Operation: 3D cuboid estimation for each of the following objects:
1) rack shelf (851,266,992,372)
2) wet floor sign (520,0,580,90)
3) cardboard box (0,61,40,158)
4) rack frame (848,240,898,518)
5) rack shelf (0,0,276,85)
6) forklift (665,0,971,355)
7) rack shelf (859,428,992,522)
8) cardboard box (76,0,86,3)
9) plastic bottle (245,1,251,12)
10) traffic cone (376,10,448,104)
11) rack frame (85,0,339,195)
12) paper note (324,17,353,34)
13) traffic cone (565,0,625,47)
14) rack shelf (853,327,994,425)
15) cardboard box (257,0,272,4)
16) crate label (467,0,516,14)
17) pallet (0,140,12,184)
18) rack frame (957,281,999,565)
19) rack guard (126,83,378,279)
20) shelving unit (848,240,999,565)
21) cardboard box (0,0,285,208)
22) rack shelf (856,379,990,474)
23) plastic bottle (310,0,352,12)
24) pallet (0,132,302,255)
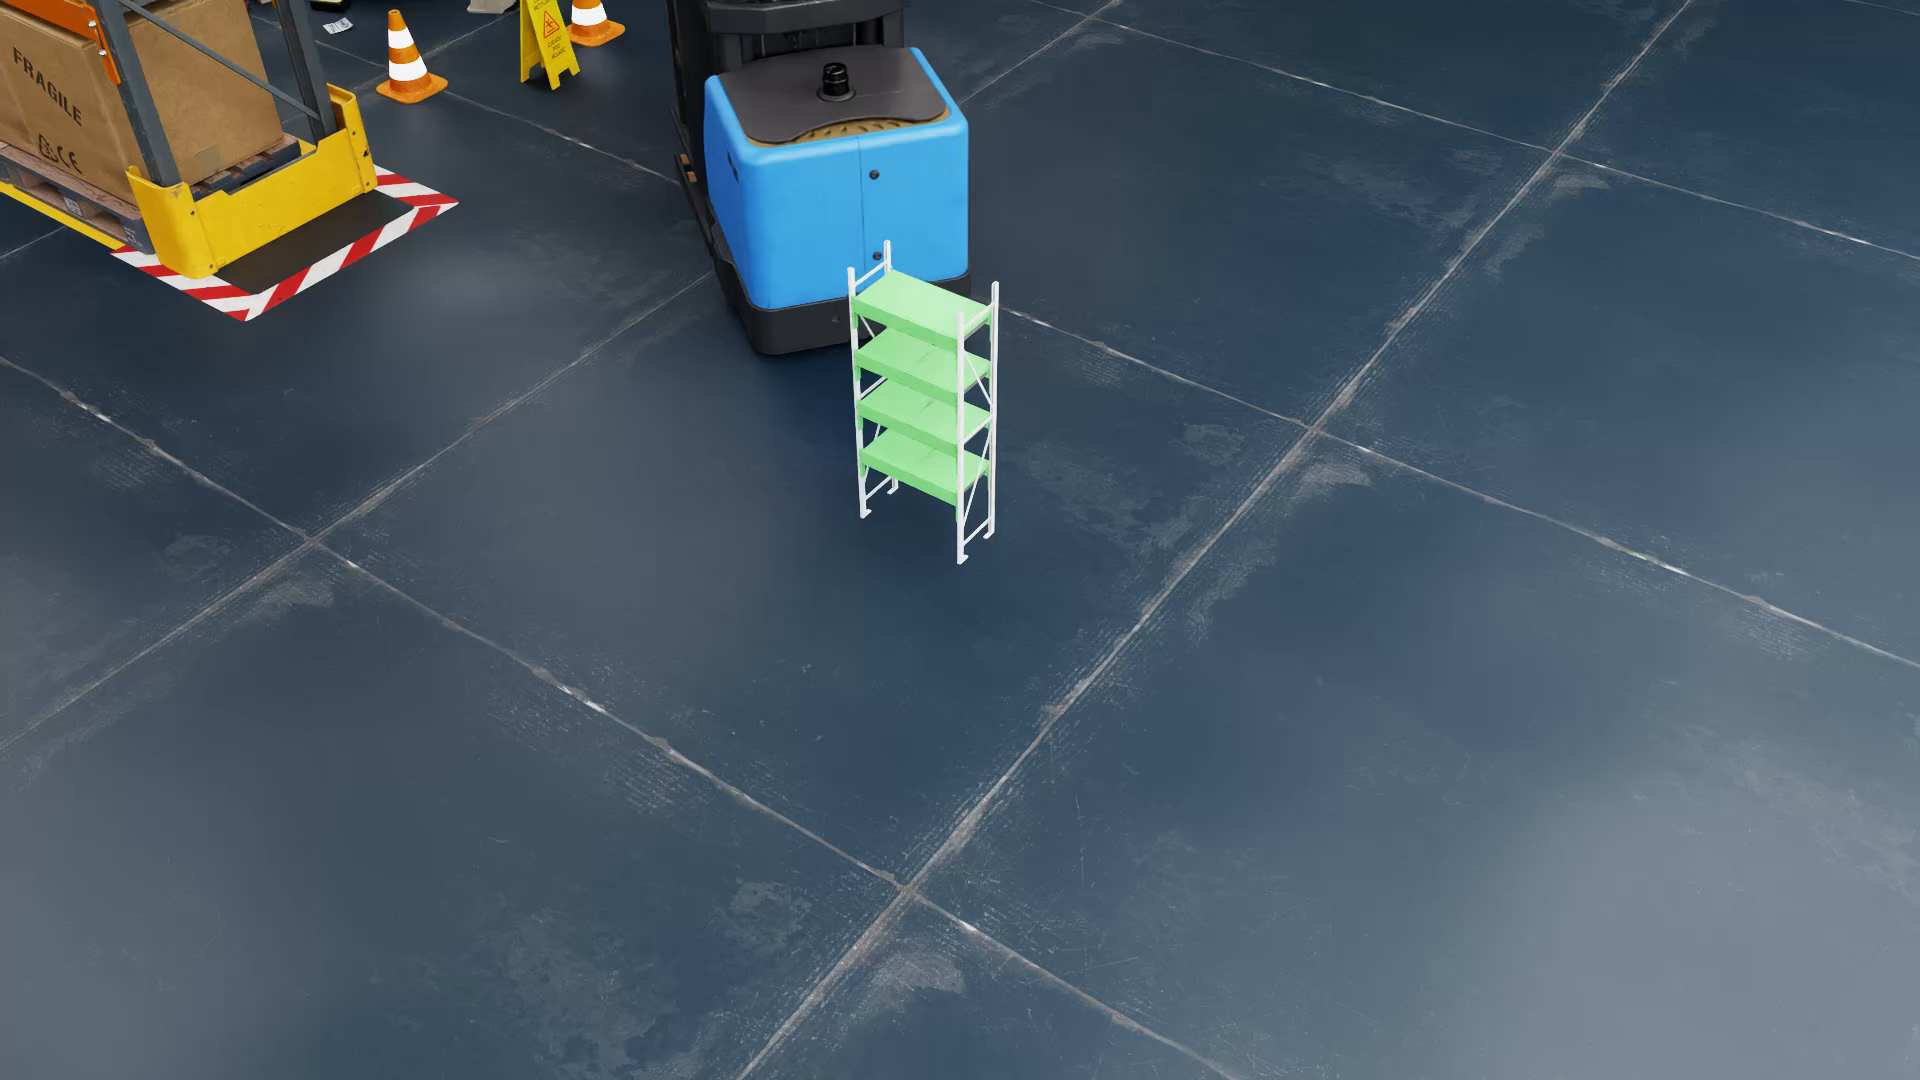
[{"bbox_3d":[-0.136,-0.821,6.143,0.480,0.148,0.258,25,48,25],"label":"rack shelf"},{"bbox_3d":[-2.413,-2.970,9.585,0.232,0.644,0.267,17,45,18],"label":"wet floor sign"},{"bbox_3d":[-4.888,-2.702,8.798,0.875,0.875,0.875,24,47,25],"label":"cardboard box"},{"bbox_3d":[-0.335,-0.604,6.525,0.015,1.200,0.240,25,48,25],"label":"rack frame"},{"bbox_3d":[-5.211,-3.275,8.700,4.000,0.370,1.077,25,48,25],"label":"rack shelf"},{"bbox_3d":[-0.881,-2.933,7.829,1.130,2.935,3.031,-12,43,-13],"label":"forklift"},{"bbox_3d":[-0.136,-0.284,6.623,0.480,0.148,0.258,25,48,25],"label":"rack shelf"},{"bbox_3d":[-3.904,-2.951,7.686,0.550,0.550,0.875,25,48,25],"label":"cardboard box"},{"bbox_3d":[-4.557,-3.302,10.394,0.133,0.061,0.283,10,43,11],"label":"plastic bottle"},{"bbox_3d":[-3.193,-2.811,9.544,0.334,0.463,0.336,25,48,25],"label":"traffic cone"},{"bbox_3d":[-3.574,-2.778,7.605,0.127,3.000,1.000,25,48,25],"label":"rack frame"},{"bbox_3d":[-3.849,-3.182,10.284,0.144,0.017,0.142,-25,48,-25],"label":"paper note"},{"bbox_3d":[-2.266,-3.298,10.088,0.334,0.463,0.336,25,48,25],"label":"traffic cone"},{"bbox_3d":[-0.136,-0.642,6.303,0.480,0.148,0.258,25,48,25],"label":"rack shelf"},{"bbox_3d":[-4.384,-3.638,10.616,0.396,0.266,0.258,-34,52,-32],"label":"cardboard box"},{"bbox_3d":[-2.945,-3.443,10.495,0.298,0.136,0.250,3,42,4],"label":"crate label"},{"bbox_3d":[-5.268,-2.469,9.351,1.213,0.211,1.003,25,48,25],"label":"pallet"},{"bbox_3d":[0.064,-0.417,6.316,0.015,1.200,0.240,25,48,25],"label":"rack frame"},{"bbox_3d":[-3.554,-1.837,8.428,0.348,0.500,1.175,25,48,25],"label":"rack guard"},{"bbox_3d":[-0.136,-0.511,6.421,0.503,1.200,0.258,25,48,25],"label":"shelving unit"},{"bbox_3d":[-4.167,-2.366,8.423,0.875,0.875,0.875,25,48,26],"label":"cardboard box"},{"bbox_3d":[-0.136,-0.463,6.463,0.480,0.148,0.258,25,48,25],"label":"rack shelf"},{"bbox_3d":[-4.007,-3.401,10.505,0.283,0.061,0.133,10,43,11],"label":"plastic bottle"},{"bbox_3d":[-4.273,-2.002,8.829,1.213,0.211,1.003,25,48,25],"label":"pallet"}]
